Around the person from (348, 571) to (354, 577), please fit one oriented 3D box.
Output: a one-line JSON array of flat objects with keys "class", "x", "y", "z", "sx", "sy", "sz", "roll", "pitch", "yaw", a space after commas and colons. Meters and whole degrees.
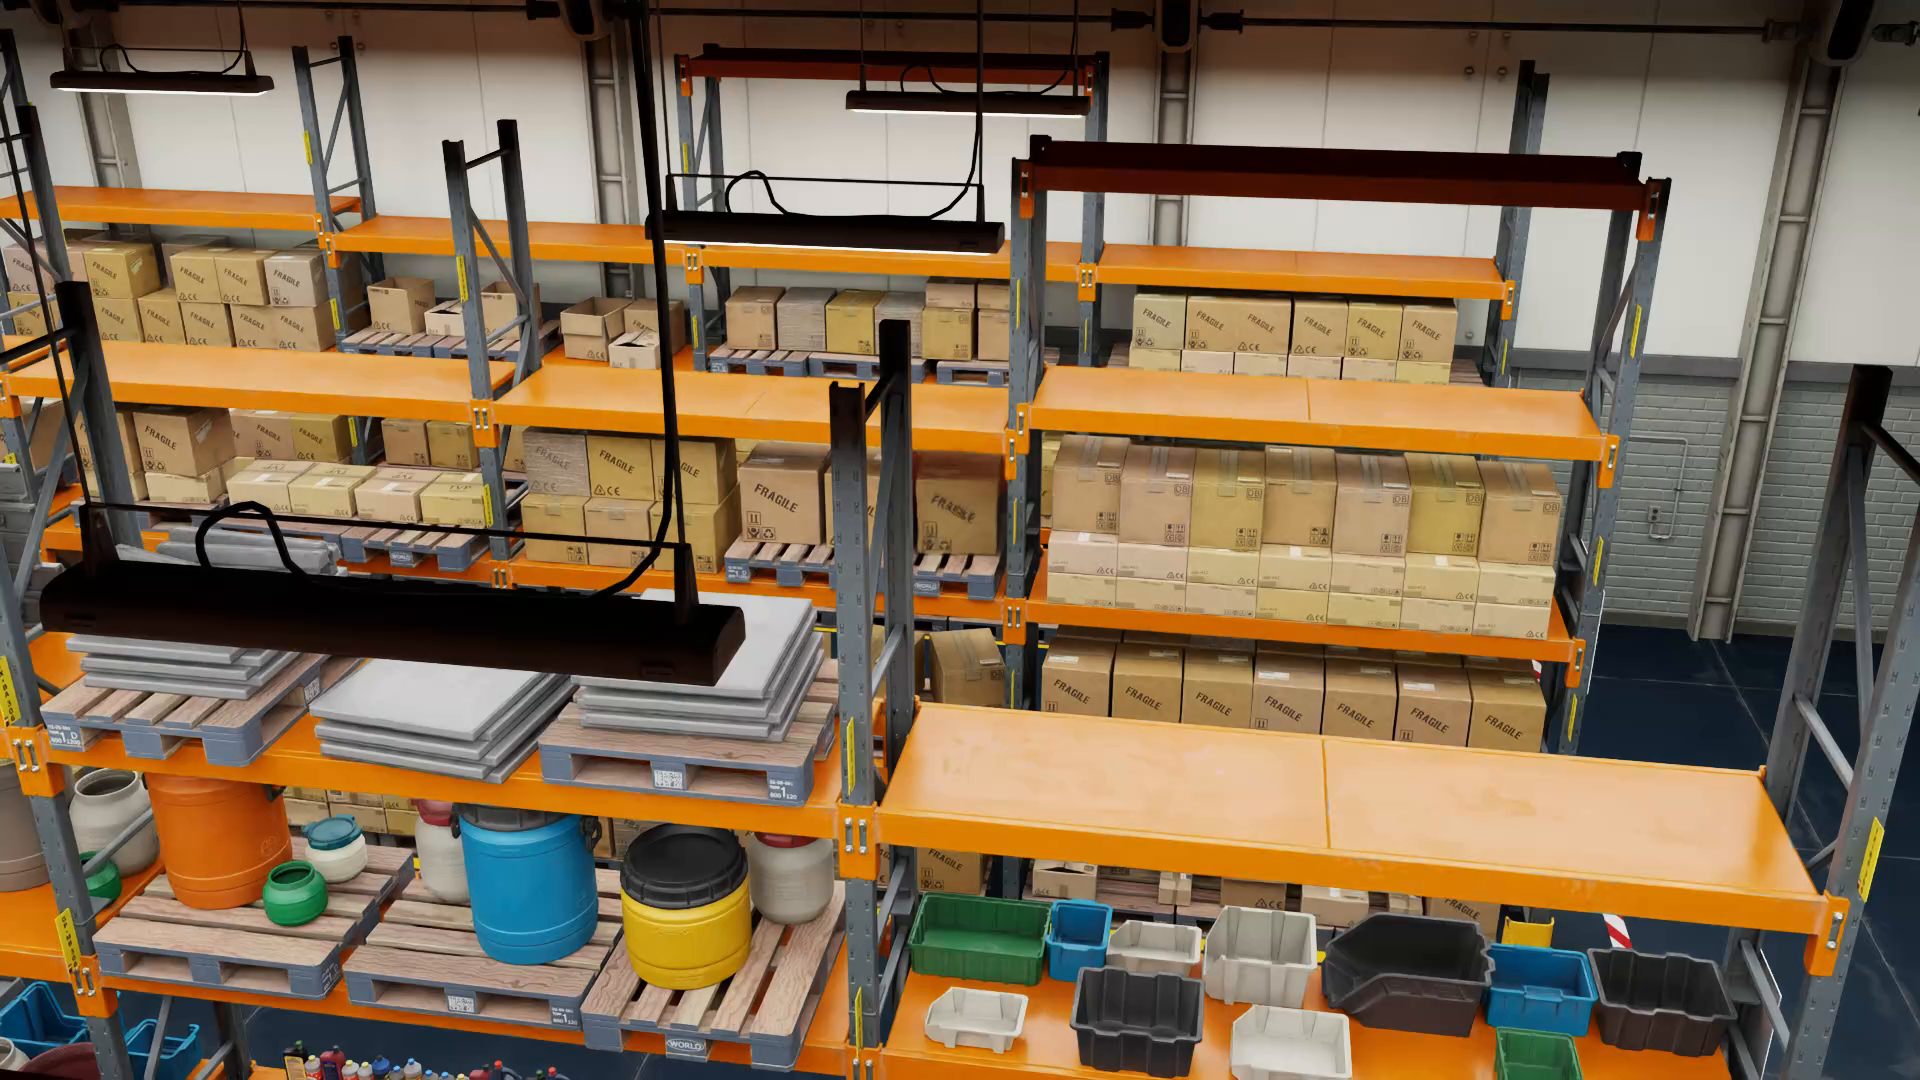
[{"class": "person", "x": -6.477, "y": 0.436, "z": 17.112, "sx": 0.540, "sy": 1.710, "sz": 0.556, "roll": 9, "pitch": 25, "yaw": 20}]
